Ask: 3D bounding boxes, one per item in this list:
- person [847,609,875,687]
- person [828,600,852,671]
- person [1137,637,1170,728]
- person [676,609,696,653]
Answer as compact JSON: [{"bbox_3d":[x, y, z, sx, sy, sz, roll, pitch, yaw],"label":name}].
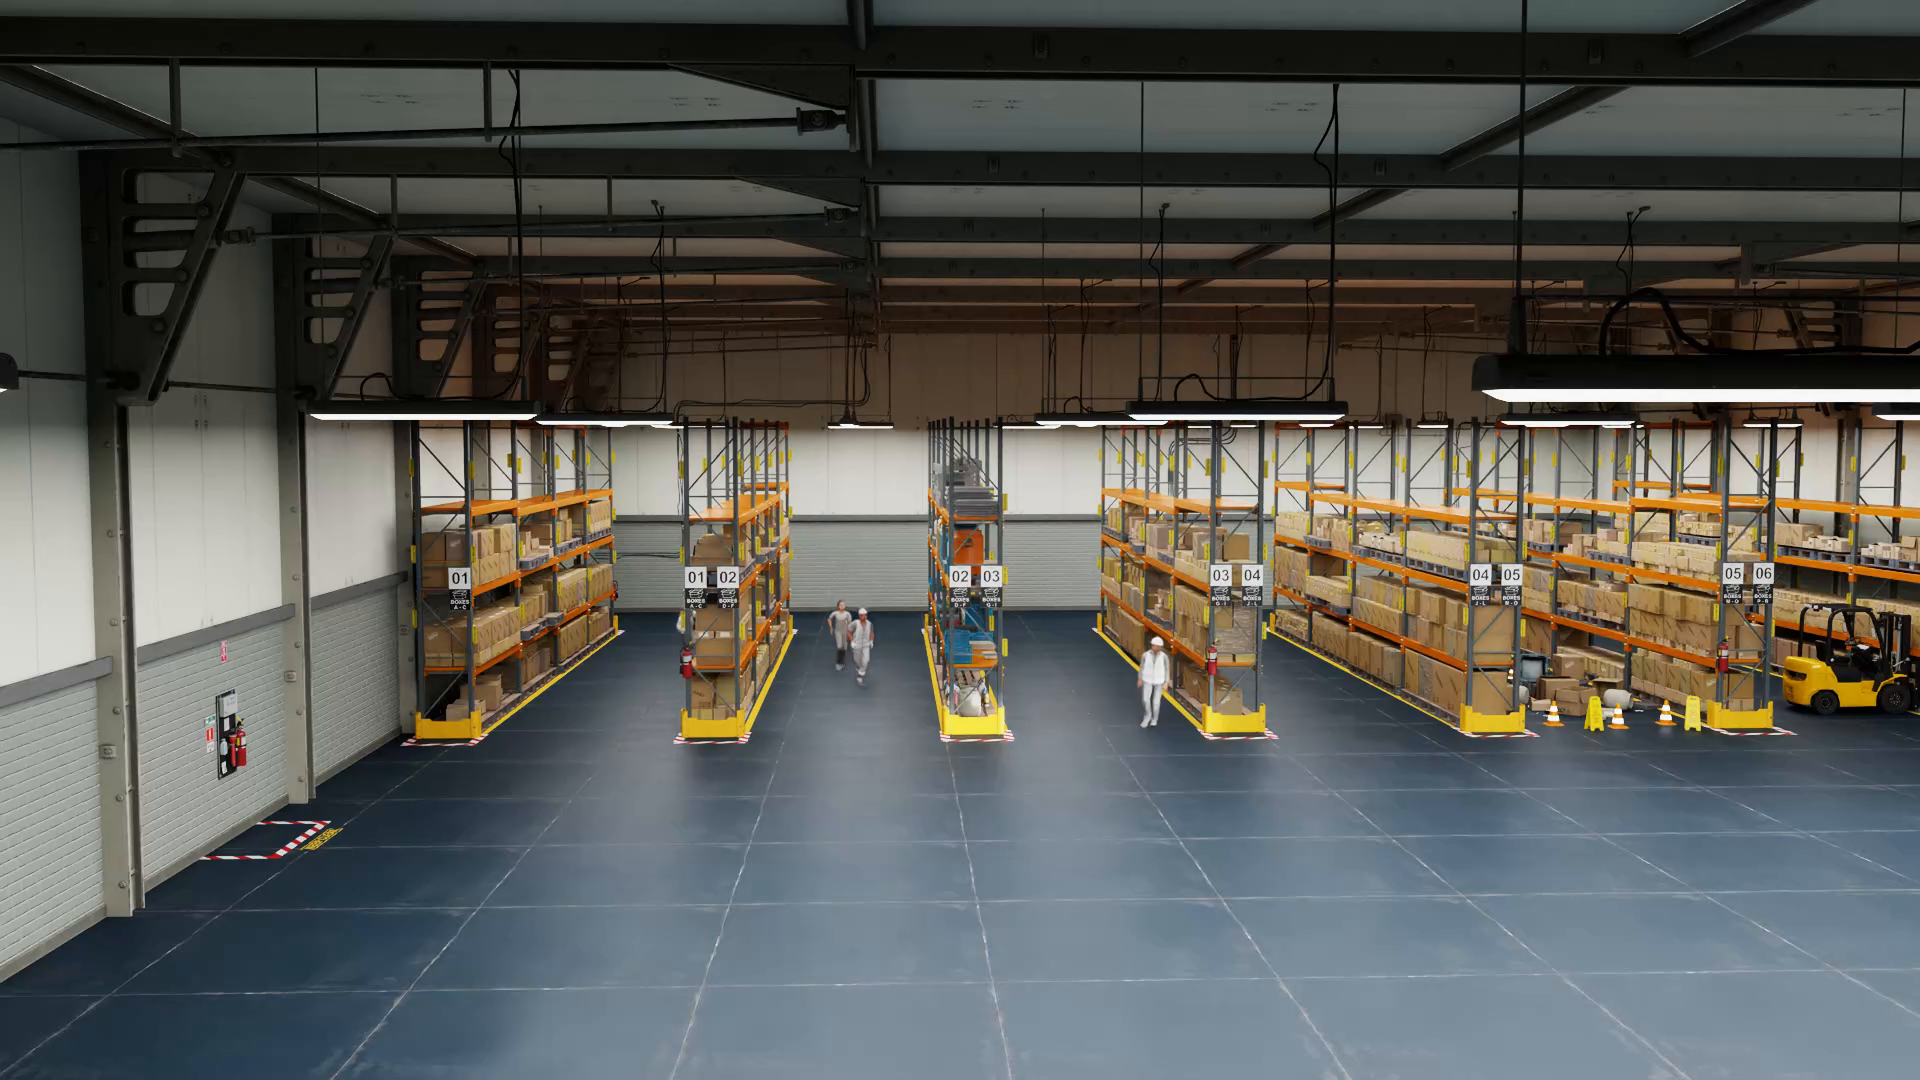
[{"bbox_3d":[-2.254,2.409,37.586,0.668,1.758,0.692,-1,4,-14],"label":"person"},{"bbox_3d":[-2.855,2.286,39.903,0.544,1.687,0.699,-1,4,-16],"label":"person"},{"bbox_3d":[3.736,2.740,32.104,0.611,1.765,0.568,0,4,4],"label":"person"},{"bbox_3d":[-6.792,2.321,41.267,0.597,1.465,1.099,-2,4,-23],"label":"person"}]
